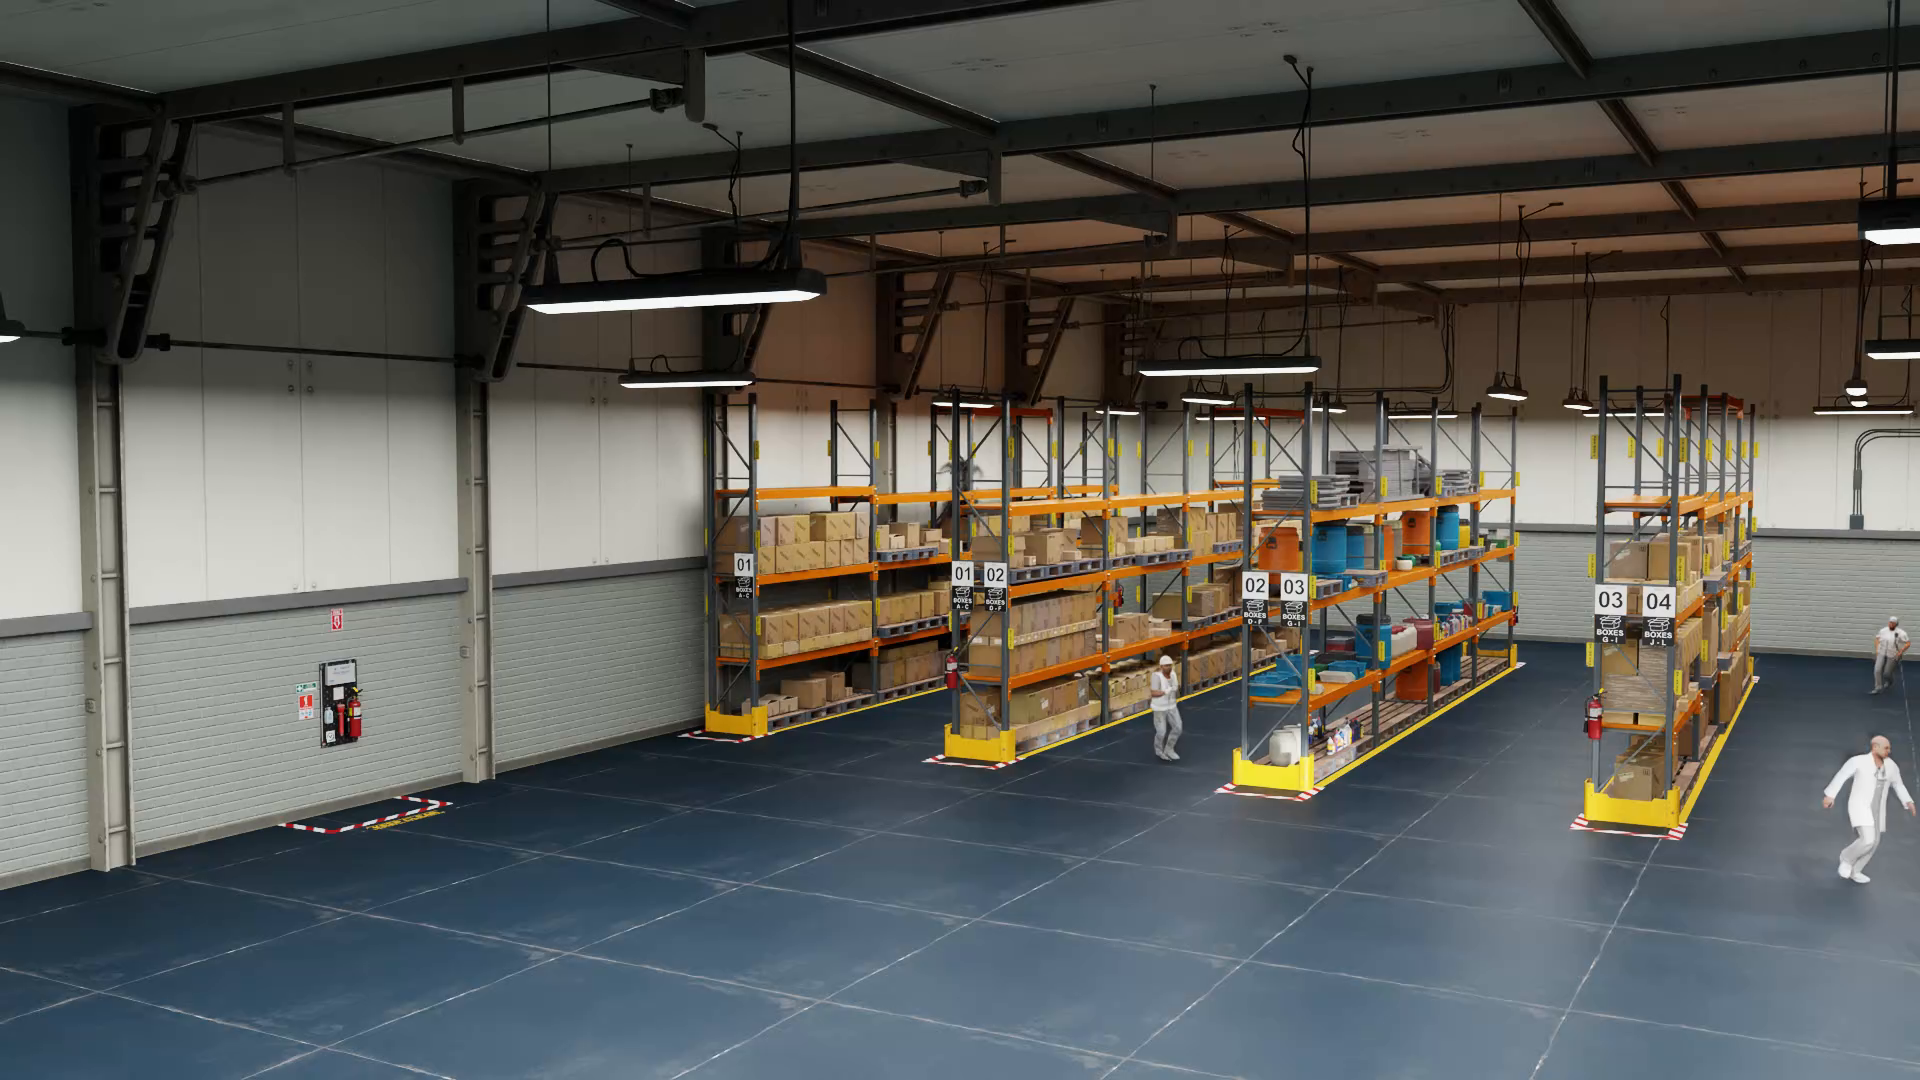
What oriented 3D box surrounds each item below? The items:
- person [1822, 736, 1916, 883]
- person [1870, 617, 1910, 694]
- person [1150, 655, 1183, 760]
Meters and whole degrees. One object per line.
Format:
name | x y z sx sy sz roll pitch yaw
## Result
person | 10.450 3.079 19.051 0.700 1.694 0.829 -1 3 -10
person | 19.104 2.361 34.113 0.674 1.606 0.673 -3 4 -42
person | 3.257 2.705 26.615 0.594 1.738 0.879 -1 3 -20
